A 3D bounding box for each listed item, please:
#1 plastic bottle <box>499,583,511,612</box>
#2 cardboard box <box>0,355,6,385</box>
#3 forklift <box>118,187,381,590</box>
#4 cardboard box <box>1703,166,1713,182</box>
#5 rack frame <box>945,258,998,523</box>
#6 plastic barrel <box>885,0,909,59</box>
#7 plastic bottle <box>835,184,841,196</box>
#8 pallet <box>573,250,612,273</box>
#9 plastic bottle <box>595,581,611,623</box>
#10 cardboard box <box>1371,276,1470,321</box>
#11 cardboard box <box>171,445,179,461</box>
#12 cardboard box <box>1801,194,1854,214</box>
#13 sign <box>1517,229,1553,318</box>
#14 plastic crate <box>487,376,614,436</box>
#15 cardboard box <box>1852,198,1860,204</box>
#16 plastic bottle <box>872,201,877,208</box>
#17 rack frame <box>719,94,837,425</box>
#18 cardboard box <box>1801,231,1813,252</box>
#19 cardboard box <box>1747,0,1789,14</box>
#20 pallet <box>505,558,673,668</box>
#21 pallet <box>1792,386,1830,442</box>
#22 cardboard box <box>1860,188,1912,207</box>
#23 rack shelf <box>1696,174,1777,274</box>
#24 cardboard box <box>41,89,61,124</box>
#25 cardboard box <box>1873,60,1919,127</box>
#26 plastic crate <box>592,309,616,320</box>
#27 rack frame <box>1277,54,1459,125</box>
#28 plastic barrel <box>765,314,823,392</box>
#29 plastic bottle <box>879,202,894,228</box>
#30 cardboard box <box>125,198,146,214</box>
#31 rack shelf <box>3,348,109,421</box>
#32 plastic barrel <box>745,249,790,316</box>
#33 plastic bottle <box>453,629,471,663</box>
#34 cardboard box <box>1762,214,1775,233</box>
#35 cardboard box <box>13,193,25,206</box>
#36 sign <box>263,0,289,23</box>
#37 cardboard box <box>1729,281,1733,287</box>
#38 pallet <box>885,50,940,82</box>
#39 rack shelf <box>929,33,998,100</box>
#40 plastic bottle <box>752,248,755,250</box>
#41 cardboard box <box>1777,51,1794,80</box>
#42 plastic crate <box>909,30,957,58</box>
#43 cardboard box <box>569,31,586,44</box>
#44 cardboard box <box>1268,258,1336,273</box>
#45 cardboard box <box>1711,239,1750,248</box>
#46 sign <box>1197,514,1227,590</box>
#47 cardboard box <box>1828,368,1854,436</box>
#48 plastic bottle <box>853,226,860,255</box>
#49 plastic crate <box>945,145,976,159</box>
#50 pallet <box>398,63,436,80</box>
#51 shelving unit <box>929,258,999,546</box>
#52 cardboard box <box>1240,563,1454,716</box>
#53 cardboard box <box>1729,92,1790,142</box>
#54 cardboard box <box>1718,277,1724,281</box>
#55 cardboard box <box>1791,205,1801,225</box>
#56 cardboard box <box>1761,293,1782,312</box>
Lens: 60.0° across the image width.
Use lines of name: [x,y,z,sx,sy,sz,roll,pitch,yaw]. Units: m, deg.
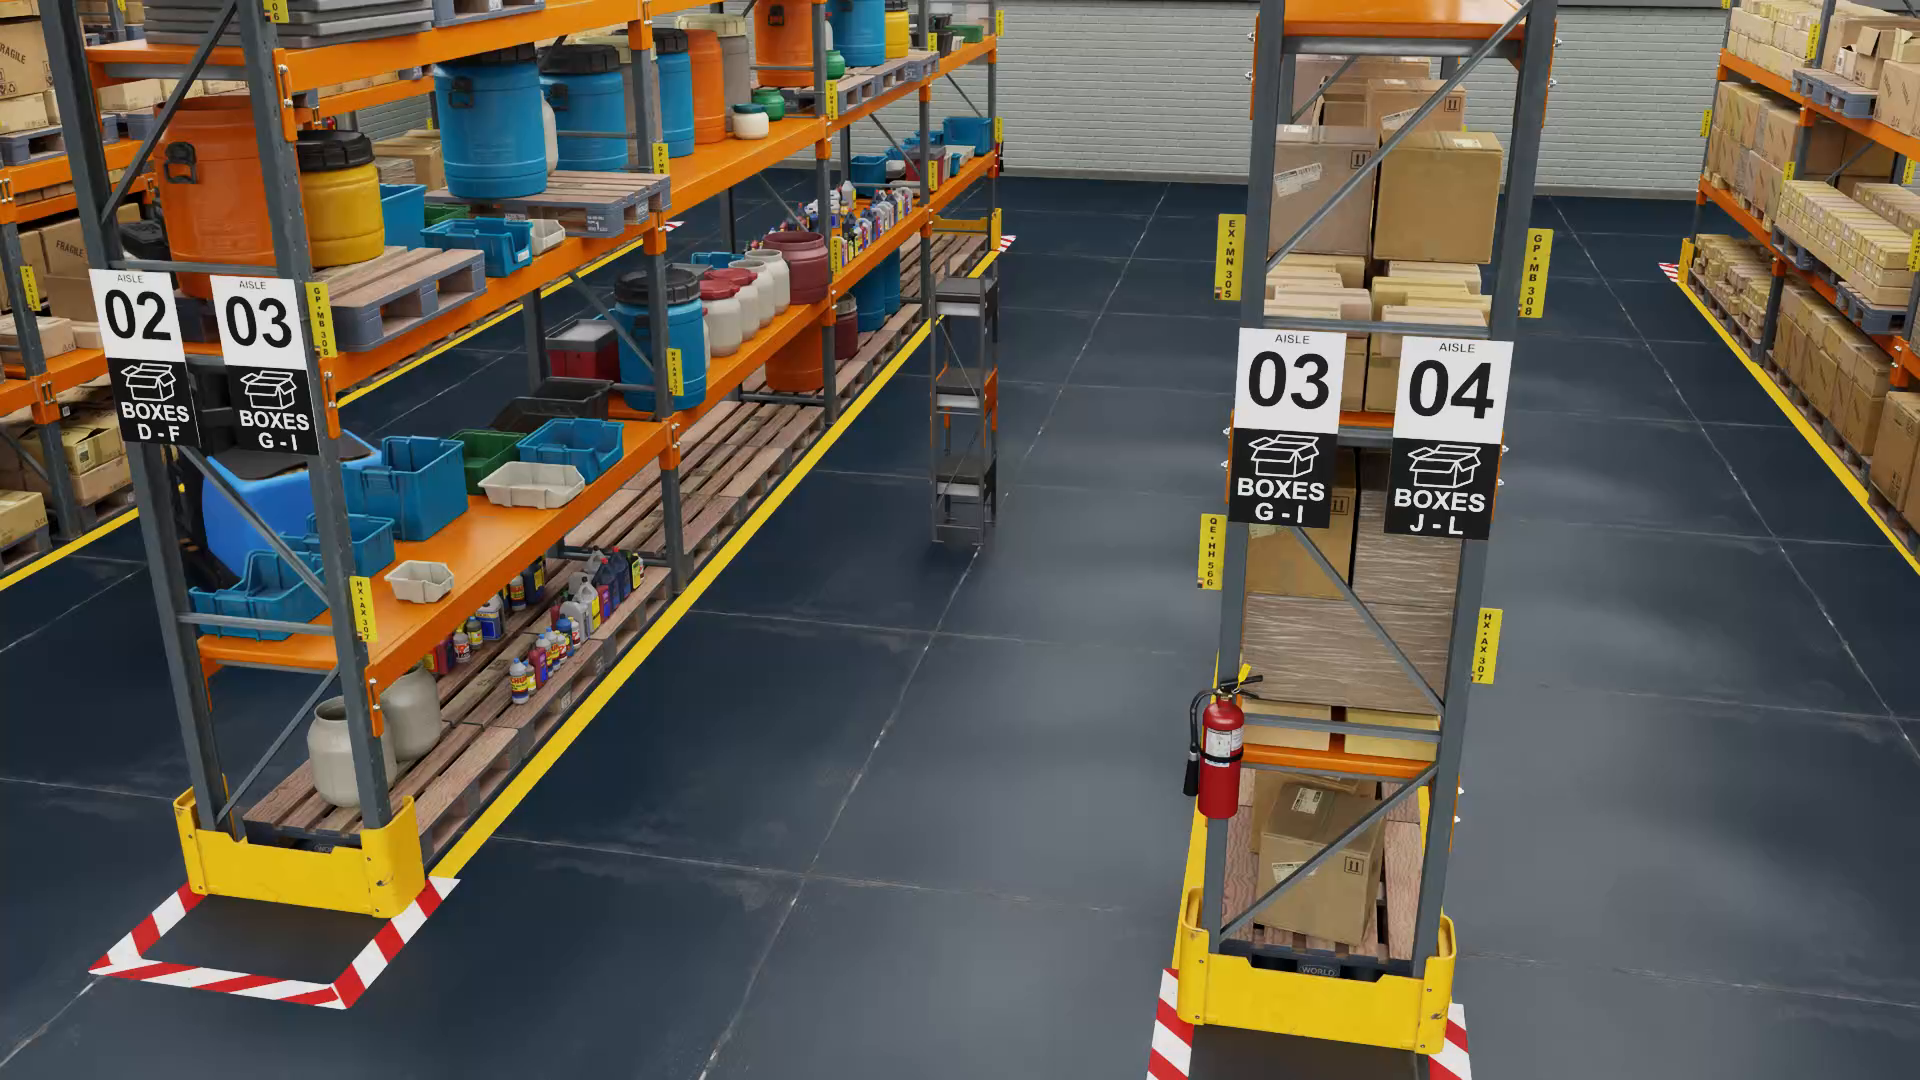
plastic bottle: [-3.082,0.300,11.051,0.144,0.351,0.185,4,22,9]
cardboard box: [-7.405,-1.320,11.982,0.700,0.500,0.500,4,22,10]
forklift: [-5.250,-1.258,12.055,1.130,2.935,3.031,-17,28,-36]
cardboard box: [9.273,-4.444,20.208,0.380,0.149,0.250,4,22,10]
rack frame: [0.084,-1.124,12.833,0.400,2.100,0.015,4,22,11]
plastic barrel: [-0.827,-5.308,17.188,0.600,0.588,0.600,0,22,0]
plastic bottle: [-1.359,-3.779,18.377,0.061,0.283,0.133,4,22,11]
pallet: [-5.300,-3.767,21.926,1.003,0.211,1.213,4,22,11]
plastic bottle: [-2.353,0.389,10.920,0.061,0.283,0.133,6,23,14]
cardboard box: [1.921,-0.996,6.964,0.380,0.149,0.250,4,22,10]
cardboard box: [-6.787,-0.861,14.095,0.500,0.250,0.500,4,22,9]
cardboard box: [8.154,-3.149,15.635,0.380,0.149,0.250,4,22,10]
sign: [2.092,-0.973,6.068,0.100,0.325,0.005,4,22,11]
plastic crate: [-2.704,-0.847,11.025,0.767,0.338,0.504,4,22,11]
cardboard box: [8.956,-3.246,16.275,0.380,0.149,0.250,5,23,13]
plastic bottle: [-0.907,-3.440,17.551,0.097,0.271,0.097,0,22,0]
rack frame: [-1.656,-2.520,15.097,1.000,3.000,0.127,4,22,11]
cardboard box: [8.104,-2.782,15.521,0.380,0.149,0.250,3,22,9]
cardboard box: [9.124,-6.017,18.761,0.380,0.149,0.250,5,22,12]
pallet: [-2.650,0.478,11.383,1.003,0.211,1.213,4,22,11]
pallet: [8.440,-1.165,15.463,1.003,0.211,1.213,4,22,11]
cardboard box: [8.899,-3.285,15.973,0.380,0.149,0.250,4,22,9]
rack shelf: [9.252,-3.588,18.711,1.077,0.370,4.000,4,22,11]
cardboard box: [-7.076,-3.379,12.851,0.500,0.250,0.500,2,22,6]
cardboard box: [8.091,-3.760,14.026,0.500,0.500,0.500,4,22,11]
plastic crate: [-2.552,-1.477,12.528,0.392,0.384,0.575,4,22,11]
rack frame: [2.377,-3.463,9.406,1.000,3.000,0.127,4,22,11]
plastic barrel: [-1.573,-1.889,15.871,0.600,0.830,0.708,4,22,11]
plastic bottle: [-0.781,-3.439,17.543,0.152,0.276,0.135,4,22,11]
cardboard box: [-10.509,-4.303,21.437,0.380,0.149,0.250,4,22,11]
rack shelf: [-6.912,-1.834,14.356,1.077,0.370,4.000,4,22,11]
plastic barrel: [-1.657,-2.180,14.101,0.421,0.512,0.421,0,22,0]
plastic bottle: [-3.110,0.656,10.366,0.097,0.201,0.097,0,22,0]
cardboard box: [8.619,-3.299,17.366,0.380,0.149,0.250,4,22,9]
cardboard box: [-10.758,-3.833,18.665,0.380,0.149,0.250,5,22,11]
sign: [-2.751,-2.237,6.642,0.100,0.325,0.005,4,22,11]
cardboard box: [9.093,-3.008,19.162,0.380,0.149,0.250,6,23,14]
pallet: [-0.904,-4.993,17.474,1.213,0.211,1.003,4,22,11]
rack shelf: [-0.432,-5.772,20.119,1.077,0.370,4.000,4,22,11]
plastic bottle: [-1.950,-2.650,15.683,0.097,0.201,0.097,0,22,0]
cardboard box: [8.793,-4.894,17.177,0.500,0.250,0.500,4,22,11]
plastic crate: [-0.318,-5.748,19.269,0.497,0.269,0.590,4,22,11]
cardboard box: [-5.039,-6.392,20.894,0.500,0.250,0.500,4,22,11]
cardboard box: [1.456,-1.138,7.315,0.380,0.149,0.250,5,22,11]
cardboard box: [9.282,-3.526,20.052,0.380,0.149,0.250,5,22,12]
sign: [1.021,0.050,6.742,0.100,0.325,0.005,4,22,11]
cardboard box: [8.016,-1.213,14.635,0.500,0.500,0.500,5,23,13]
plastic bottle: [-1.032,-2.937,16.303,0.097,0.271,0.097,0,22,0]
plastic crate: [-0.013,-5.040,21.625,0.396,0.136,0.243,4,22,11]
pallet: [-6.099,-5.054,17.623,1.213,0.211,1.003,4,22,11]
shelving unit: [0.034,-1.035,12.612,0.431,2.100,0.503,4,22,11]
cardboard box: [1.699,0.399,7.315,0.875,0.500,0.500,4,22,11]
cardboard box: [9.084,-4.784,18.847,0.500,0.500,0.500,4,22,10]
cardboard box: [9.104,-2.980,19.491,0.380,0.149,0.250,5,22,11]
cardboard box: [8.210,-3.109,15.933,0.380,0.149,0.250,5,22,12]
cardboard box: [8.662,-2.489,17.476,0.380,0.149,0.250,5,22,12]
